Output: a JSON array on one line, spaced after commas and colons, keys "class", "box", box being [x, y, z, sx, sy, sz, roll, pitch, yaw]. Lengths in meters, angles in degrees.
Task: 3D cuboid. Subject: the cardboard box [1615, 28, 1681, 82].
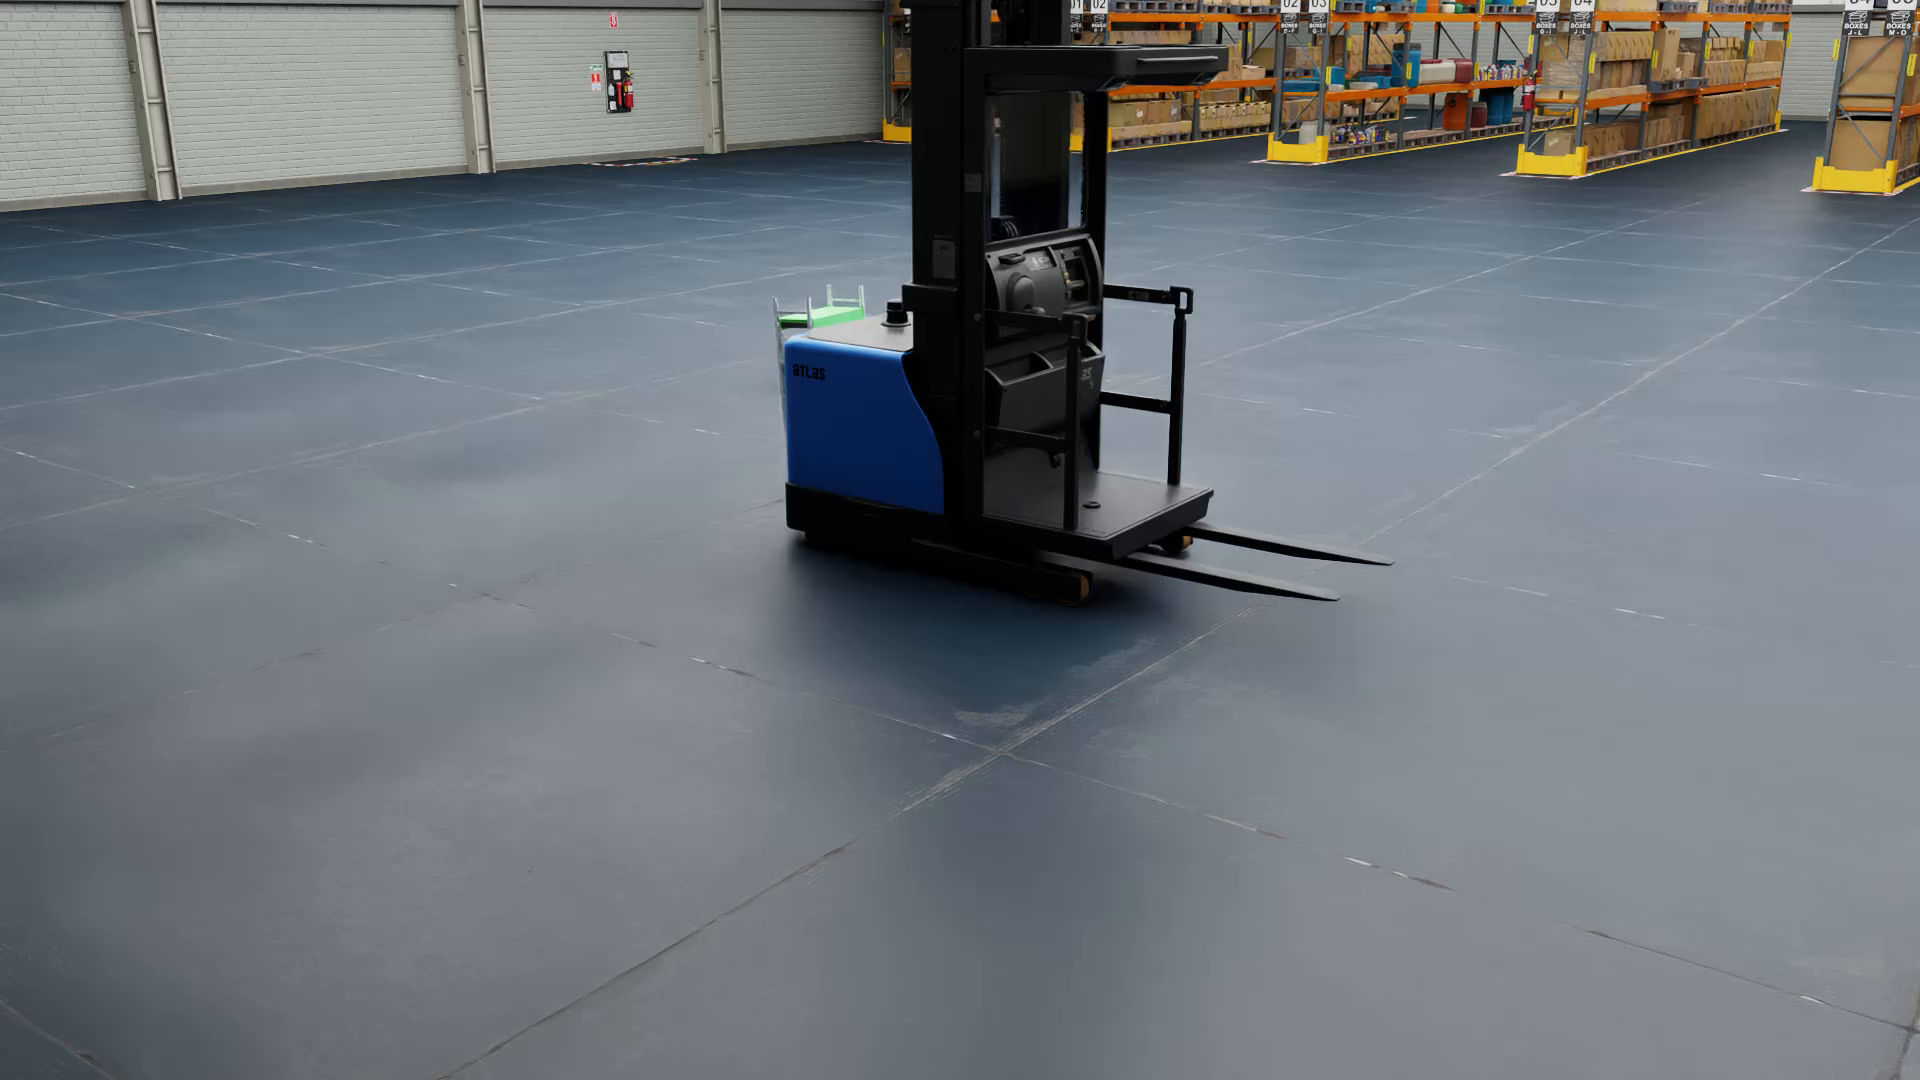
[{"class": "cardboard box", "box": [13.612, -9.650, 33.041, 1.000, 1.000, 1.000, 13, 21, 35]}]

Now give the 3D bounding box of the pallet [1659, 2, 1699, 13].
[{"class": "pallet", "box": [14.095, -10.717, 33.456, 1.213, 0.211, 1.003, 12, 21, 35]}]

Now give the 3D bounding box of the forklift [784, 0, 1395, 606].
[{"class": "forklift", "box": [0.583, -1.269, 7.888, 3.031, 2.935, 1.130, 12, 21, 34]}]

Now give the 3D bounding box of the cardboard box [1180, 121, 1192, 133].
[{"class": "cardboard box", "box": [4.972, -9.488, 38.168, 0.500, 0.250, 0.500, 12, 21, 35]}]

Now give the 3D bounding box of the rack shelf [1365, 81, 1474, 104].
[{"class": "rack shelf", "box": [10.241, -10.007, 37.122, 1.077, 0.370, 4.000, 12, 21, 35]}]

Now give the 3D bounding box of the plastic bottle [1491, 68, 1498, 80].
[{"class": "plastic bottle", "box": [12.776, -11.144, 39.779, 0.152, 0.276, 0.135, 12, 21, 35]}]

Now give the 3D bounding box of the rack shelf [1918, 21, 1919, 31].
[{"class": "rack shelf", "box": [18.141, -9.663, 30.959, 1.077, 0.370, 4.000, 12, 21, 35]}]

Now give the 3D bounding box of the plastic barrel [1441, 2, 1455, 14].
[{"class": "plastic barrel", "box": [10.862, -11.849, 37.017, 0.301, 0.262, 0.301, 0, 17, 0]}]

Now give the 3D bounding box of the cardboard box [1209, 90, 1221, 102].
[{"class": "cardboard box", "box": [7.308, -13.066, 49.267, 0.700, 0.500, 0.500, 12, 21, 33]}]

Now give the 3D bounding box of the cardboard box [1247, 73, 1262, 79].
[{"class": "cardboard box", "box": [7.142, -11.320, 40.561, 0.380, 0.149, 0.250, 12, 21, 35]}]

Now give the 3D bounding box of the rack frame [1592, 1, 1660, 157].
[{"class": "rack frame", "box": [13.027, -8.999, 32.663, 1.000, 3.000, 0.127, 12, 21, 35]}]

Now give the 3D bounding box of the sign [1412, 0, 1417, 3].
[{"class": "sign", "box": [9.484, -11.211, 34.714, 0.100, 0.325, 0.005, 12, 21, 35]}]

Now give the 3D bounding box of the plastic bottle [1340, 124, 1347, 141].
[{"class": "plastic bottle", "box": [8.122, -8.655, 35.281, 0.144, 0.351, 0.185, 11, 21, 32]}]

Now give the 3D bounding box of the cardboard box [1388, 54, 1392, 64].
[{"class": "cardboard box", "box": [11.868, -13.377, 46.593, 0.500, 0.500, 0.500, 13, 21, 35]}]

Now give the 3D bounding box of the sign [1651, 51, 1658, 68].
[{"class": "sign", "box": [13.467, -9.318, 32.232, 0.100, 0.325, 0.005, 12, 21, 35]}]

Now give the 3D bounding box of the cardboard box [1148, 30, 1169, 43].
[{"class": "cardboard box", "box": [4.215, -11.071, 36.980, 0.700, 0.500, 0.500, 12, 21, 35]}]

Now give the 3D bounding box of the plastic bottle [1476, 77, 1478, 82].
[{"class": "plastic bottle", "box": [12.041, -10.834, 38.790, 0.097, 0.271, 0.097, 0, 17, 0]}]

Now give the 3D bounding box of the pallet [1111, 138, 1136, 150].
[{"class": "pallet", "box": [3.112, -8.655, 36.259, 1.003, 0.211, 1.213, 12, 21, 35]}]

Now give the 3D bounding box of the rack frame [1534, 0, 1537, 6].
[{"class": "rack frame", "box": [13.816, -14.644, 40.728, 1.000, 3.000, 0.127, 12, 21, 35]}]

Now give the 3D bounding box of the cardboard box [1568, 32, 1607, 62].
[{"class": "cardboard box", "box": [11.190, -8.796, 29.655, 0.500, 0.500, 0.500, 12, 21, 35]}]

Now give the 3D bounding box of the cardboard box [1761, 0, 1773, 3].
[{"class": "cardboard box", "box": [18.961, -13.056, 39.627, 0.700, 0.500, 0.500, 14, 22, 37]}]

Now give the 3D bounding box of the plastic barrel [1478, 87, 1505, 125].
[{"class": "plastic barrel", "box": [13.056, -10.682, 40.915, 0.600, 0.901, 0.708, 12, 21, 35]}]

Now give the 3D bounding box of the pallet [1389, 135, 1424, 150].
[{"class": "pallet", "box": [9.486, -8.736, 36.519, 1.003, 0.211, 1.213, 12, 21, 35]}]

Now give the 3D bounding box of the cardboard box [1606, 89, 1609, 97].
[{"class": "cardboard box", "box": [11.744, -8.251, 30.678, 0.380, 0.149, 0.250, 12, 21, 35]}]

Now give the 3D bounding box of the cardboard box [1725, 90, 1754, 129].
[{"class": "cardboard box", "box": [18.251, -10.233, 39.512, 0.875, 0.875, 0.875, 12, 21, 35]}]

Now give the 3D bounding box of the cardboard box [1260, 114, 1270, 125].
[{"class": "cardboard box", "box": [7.339, -10.422, 41.174, 0.500, 0.250, 0.500, 13, 21, 36]}]

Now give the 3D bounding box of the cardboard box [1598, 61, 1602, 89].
[{"class": "cardboard box", "box": [11.195, -8.502, 30.394, 0.875, 0.500, 0.500, 12, 21, 35]}]

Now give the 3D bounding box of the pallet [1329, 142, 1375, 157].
[{"class": "pallet", "box": [7.889, -8.098, 34.464, 1.003, 0.211, 1.213, 12, 21, 35]}]

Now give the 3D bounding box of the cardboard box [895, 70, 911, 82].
[{"class": "cardboard box", "box": [-1.168, -10.755, 38.539, 0.500, 0.250, 0.500, 13, 21, 35]}]

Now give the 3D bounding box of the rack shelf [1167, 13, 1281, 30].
[{"class": "rack shelf", "box": [6.265, -12.315, 39.499, 1.077, 0.370, 4.000, 12, 21, 35]}]

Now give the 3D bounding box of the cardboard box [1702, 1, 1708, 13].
[{"class": "cardboard box", "box": [15.324, -11.156, 34.804, 0.500, 0.250, 0.500, 12, 21, 35]}]

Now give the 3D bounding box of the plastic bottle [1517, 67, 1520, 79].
[{"class": "plastic bottle", "box": [13.739, -11.509, 40.945, 0.061, 0.283, 0.133, 12, 21, 35]}]

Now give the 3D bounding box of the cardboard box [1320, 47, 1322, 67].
[{"class": "cardboard box", "box": [9.378, -12.830, 44.126, 0.700, 0.500, 0.500, 5, 18, 16]}]

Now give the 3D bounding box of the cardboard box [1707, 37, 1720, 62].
[{"class": "cardboard box", "box": [16.249, -10.804, 36.617, 0.797, 0.503, 0.637, 13, 21, 36]}]

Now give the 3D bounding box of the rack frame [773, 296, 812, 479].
[{"class": "rack frame", "box": [-0.864, -0.714, 8.993, 0.240, 1.200, 0.015, 6, 18, 31]}]

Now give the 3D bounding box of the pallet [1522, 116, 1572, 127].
[{"class": "pallet", "box": [15.676, -11.211, 44.488, 1.003, 0.211, 1.213, 12, 21, 35]}]

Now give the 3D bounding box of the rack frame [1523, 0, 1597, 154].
[{"class": "rack frame", "box": [10.643, -8.046, 29.595, 1.000, 3.000, 0.127, 12, 21, 35]}]

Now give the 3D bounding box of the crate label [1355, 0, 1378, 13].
[{"class": "crate label", "box": [8.046, -10.670, 33.238, 0.502, 0.251, 0.408, 12, 21, 35]}]

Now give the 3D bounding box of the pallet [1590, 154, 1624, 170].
[{"class": "pallet", "box": [11.928, -7.209, 31.602, 1.003, 0.211, 1.213, 12, 21, 35]}]

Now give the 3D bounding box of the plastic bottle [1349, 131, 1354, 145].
[{"class": "plastic bottle", "box": [7.996, -8.205, 33.966, 0.097, 0.271, 0.097, 0, 17, 0]}]

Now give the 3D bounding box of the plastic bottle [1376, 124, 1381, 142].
[{"class": "plastic bottle", "box": [8.782, -8.569, 35.004, 0.144, 0.351, 0.185, 11, 20, 32]}]

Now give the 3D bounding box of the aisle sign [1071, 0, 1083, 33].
[{"class": "aisle sign", "box": [2.415, -11.075, 34.966, 0.394, 0.787, 0.004, 12, 21, 35]}]

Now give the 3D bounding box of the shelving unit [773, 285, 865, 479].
[{"class": "shelving unit", "box": [-0.736, -0.775, 9.191, 0.258, 1.200, 0.503, 6, 18, 31]}]

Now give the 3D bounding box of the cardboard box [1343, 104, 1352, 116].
[{"class": "cardboard box", "box": [10.264, -11.643, 44.971, 0.500, 0.311, 0.500, 12, 21, 35]}]

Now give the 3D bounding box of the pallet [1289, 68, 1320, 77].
[{"class": "pallet", "box": [8.611, -12.075, 42.893, 1.003, 0.211, 1.213, 12, 21, 35]}]

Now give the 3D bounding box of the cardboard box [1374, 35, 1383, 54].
[{"class": "cardboard box", "box": [11.267, -13.612, 45.663, 0.500, 0.500, 0.500, 13, 22, 36]}]

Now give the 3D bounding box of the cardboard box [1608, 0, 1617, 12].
[{"class": "cardboard box", "box": [11.440, -9.600, 29.794, 0.500, 0.250, 0.500, 12, 21, 33]}]

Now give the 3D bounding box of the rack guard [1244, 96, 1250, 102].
[{"class": "rack guard", "box": [8.257, -13.295, 50.712, 1.175, 0.500, 0.348, 12, 21, 35]}]

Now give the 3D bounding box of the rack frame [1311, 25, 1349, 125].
[{"class": "rack frame", "box": [9.840, -12.655, 44.439, 1.000, 3.000, 0.127, 12, 21, 35]}]

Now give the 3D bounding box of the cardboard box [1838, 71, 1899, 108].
[{"class": "cardboard box", "box": [14.751, -7.313, 26.983, 0.875, 0.550, 0.550, 12, 21, 35]}]

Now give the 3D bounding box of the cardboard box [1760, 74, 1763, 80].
[{"class": "cardboard box", "box": [19.009, -11.105, 39.868, 0.380, 0.149, 0.250, 13, 21, 35]}]

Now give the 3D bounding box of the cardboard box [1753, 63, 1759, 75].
[{"class": "cardboard box", "box": [18.584, -11.158, 39.367, 0.500, 0.250, 0.500, 12, 21, 34]}]

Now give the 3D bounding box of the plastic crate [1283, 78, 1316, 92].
[{"class": "plastic crate", "box": [6.723, -9.022, 32.990, 0.499, 0.251, 0.616, 12, 21, 35]}]
